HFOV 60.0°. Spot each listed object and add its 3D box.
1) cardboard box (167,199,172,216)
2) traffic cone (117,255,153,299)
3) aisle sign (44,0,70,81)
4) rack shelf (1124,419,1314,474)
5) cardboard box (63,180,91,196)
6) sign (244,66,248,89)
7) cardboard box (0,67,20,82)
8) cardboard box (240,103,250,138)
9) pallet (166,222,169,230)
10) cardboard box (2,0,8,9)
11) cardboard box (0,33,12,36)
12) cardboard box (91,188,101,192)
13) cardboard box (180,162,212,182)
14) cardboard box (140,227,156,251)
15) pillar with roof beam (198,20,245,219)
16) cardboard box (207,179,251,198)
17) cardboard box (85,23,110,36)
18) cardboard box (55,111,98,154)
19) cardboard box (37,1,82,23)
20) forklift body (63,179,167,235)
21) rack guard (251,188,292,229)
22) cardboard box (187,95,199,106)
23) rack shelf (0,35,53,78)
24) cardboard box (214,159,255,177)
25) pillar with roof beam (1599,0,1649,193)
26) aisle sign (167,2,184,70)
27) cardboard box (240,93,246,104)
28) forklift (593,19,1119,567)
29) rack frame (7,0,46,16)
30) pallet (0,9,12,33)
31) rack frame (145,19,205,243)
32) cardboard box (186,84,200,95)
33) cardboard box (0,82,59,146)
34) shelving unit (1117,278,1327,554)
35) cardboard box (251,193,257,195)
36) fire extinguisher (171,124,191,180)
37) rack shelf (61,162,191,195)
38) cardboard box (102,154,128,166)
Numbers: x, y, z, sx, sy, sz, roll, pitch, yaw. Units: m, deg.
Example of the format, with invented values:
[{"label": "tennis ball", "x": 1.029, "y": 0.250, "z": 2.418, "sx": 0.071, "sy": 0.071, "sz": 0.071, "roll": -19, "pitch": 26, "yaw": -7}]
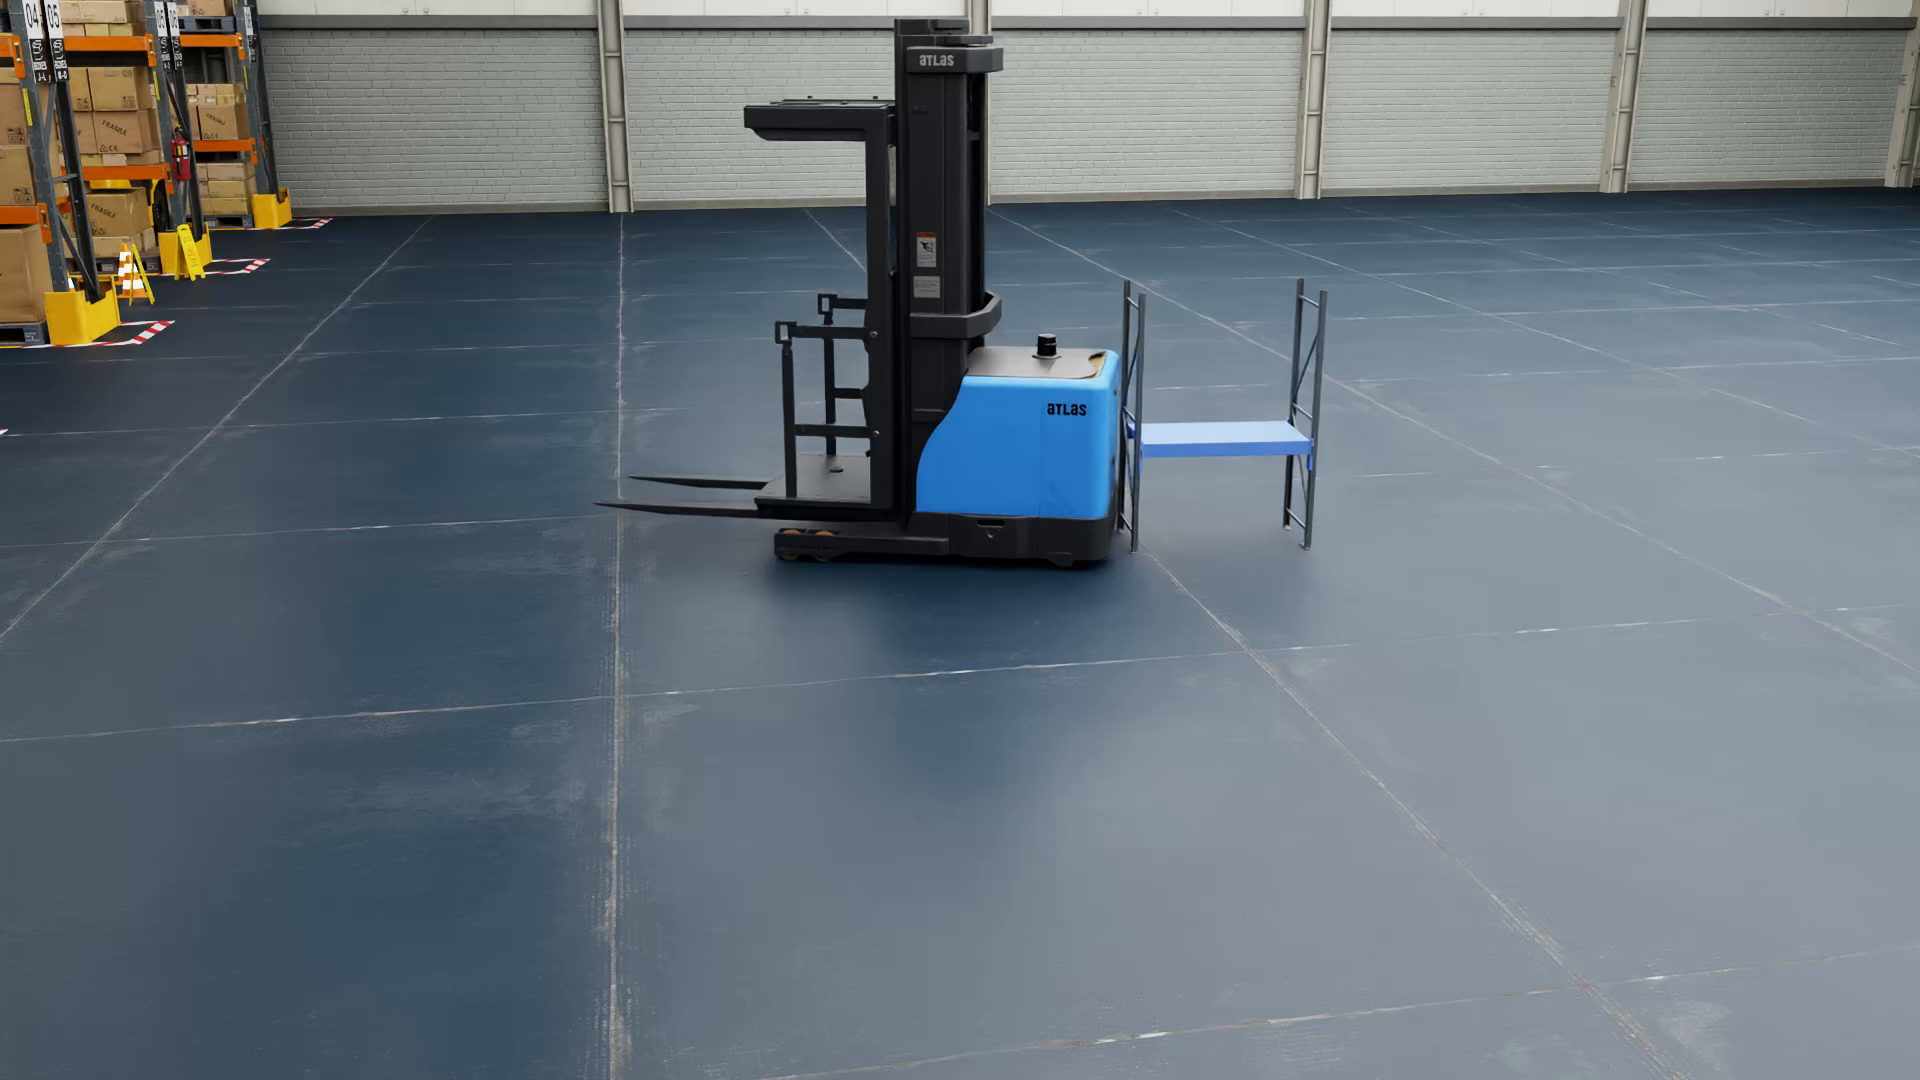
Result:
[{"label": "cardboard box", "x": -12.016, "y": -5.035, "z": 25.063, "sx": 0.500, "sy": 0.250, "sz": 0.500, "roll": -3, "pitch": 17, "yaw": -10}, {"label": "traffic cone", "x": -9.319, "y": -2.976, "z": 18.711, "sx": 0.334, "sy": 0.463, "sz": 0.336, "roll": -3, "pitch": 17, "yaw": -10}, {"label": "aisle sign", "x": -8.635, "y": -4.797, "z": 15.893, "sx": 0.004, "sy": 0.787, "sz": 0.394, "roll": -3, "pitch": 17, "yaw": -10}, {"label": "rack shelf", "x": 1.488, "y": -0.548, "z": 9.654, "sx": 1.000, "sy": 0.185, "sz": 0.538, "roll": -1, "pitch": 17, "yaw": -5}, {"label": "cardboard box", "x": -10.771, "y": -4.280, "z": 20.225, "sx": 0.250, "sy": 0.149, "sz": 0.380, "roll": -3, "pitch": 17, "yaw": -9}, {"label": "sign", "x": -10.542, "y": -6.825, "z": 24.549, "sx": 0.005, "sy": 0.325, "sz": 0.100, "roll": -3, "pitch": 17, "yaw": -10}, {"label": "cardboard box", "x": -11.126, "y": -5.378, "z": 19.831, "sx": 0.500, "sy": 0.500, "sz": 0.700, "roll": -3, "pitch": 17, "yaw": -11}, {"label": "cardboard box", "x": -11.170, "y": -6.416, "z": 25.422, "sx": 0.500, "sy": 0.500, "sz": 0.500, "roll": -3, "pitch": 17, "yaw": -9}, {"label": "pallet", "x": -12.570, "y": -4.861, "z": 25.279, "sx": 1.213, "sy": 0.211, "sz": 1.003, "roll": -3, "pitch": 17, "yaw": -10}, {"label": "cardboard box", "x": -9.045, "y": -5.099, "z": 15.739, "sx": 0.250, "sy": 0.149, "sz": 0.380, "roll": -3, "pitch": 17, "yaw": -10}, {"label": "cardboard box", "x": -11.246, "y": -6.035, "z": 19.671, "sx": 0.250, "sy": 0.149, "sz": 0.380, "roll": -4, "pitch": 17, "yaw": -12}, {"label": "cardboard box", "x": -11.066, "y": -4.133, "z": 20.849, "sx": 0.500, "sy": 0.500, "sz": 0.500, "roll": -4, "pitch": 18, "yaw": -13}, {"label": "cardboard box", "x": -11.525, "y": -5.534, "z": 24.987, "sx": 0.500, "sy": 0.250, "sz": 0.500, "roll": -3, "pitch": 17, "yaw": -9}, {"label": "cardboard box", "x": -10.530, "y": -3.806, "z": 21.063, "sx": 0.500, "sy": 0.250, "sz": 0.500, "roll": -3, "pitch": 17, "yaw": -11}, {"label": "pillar with roof beam", "x": -10.669, "y": -8.164, "z": 21.064, "sx": 0.400, "sy": 9.000, "sz": 9.100, "roll": -3, "pitch": 17, "yaw": -10}, {"label": "cardboard box", "x": -11.050, "y": -5.324, "z": 25.153, "sx": 0.500, "sy": 0.250, "sz": 0.500, "roll": -3, "pitch": 17, "yaw": -11}, {"label": "cardboard box", "x": -10.221, "y": -6.075, "z": 19.801, "sx": 0.250, "sy": 0.149, "sz": 0.380, "roll": -3, "pitch": 17, "yaw": -10}, {"label": "cardboard box", "x": -10.659, "y": -4.939, "z": 20.106, "sx": 0.500, "sy": 0.500, "sz": 0.500, "roll": -3, "pitch": 17, "yaw": -10}, {"label": "cardboard box", "x": -10.634, "y": -6.260, "z": 19.723, "sx": 0.500, "sy": 0.250, "sz": 0.500, "roll": -3, "pitch": 17, "yaw": -11}, {"label": "forklift body", "x": -12.147, "y": -5.279, "z": 23.334, "sx": 1.214, "sy": 2.155, "sz": 2.313, "roll": -3, "pitch": 17, "yaw": -10}, {"label": "rack guard", "x": -10.608, "y": -5.122, "z": 25.637, "sx": 0.348, "sy": 0.500, "sz": 1.175, "roll": -3, "pitch": 17, "yaw": -10}, {"label": "cardboard box", "x": -11.430, "y": -6.554, "z": 24.766, "sx": 0.250, "sy": 0.149, "sz": 0.380, "roll": -3, "pitch": 17, "yaw": -9}, {"label": "rack shelf", "x": -10.611, "y": -4.442, "z": 15.283, "sx": 4.000, "sy": 0.370, "sz": 1.077, "roll": -3, "pitch": 17, "yaw": -10}, {"label": "cardboard box", "x": -11.139, "y": -5.708, "z": 25.552, "sx": 0.500, "sy": 0.250, "sz": 0.500, "roll": -4, "pitch": 17, "yaw": -11}, {"label": "pillar with roof beam", "x": 12.895, "y": -9.500, "z": 25.416, "sx": 0.400, "sy": 9.000, "sz": 9.100, "roll": -3, "pitch": 17, "yaw": -10}, {"label": "aisle sign", "x": -9.684, "y": -6.221, "z": 20.528, "sx": 0.004, "sy": 0.787, "sz": 0.394, "roll": -3, "pitch": 17, "yaw": -10}, {"label": "cardboard box", "x": -11.014, "y": -6.730, "z": 25.338, "sx": 0.250, "sy": 0.149, "sz": 0.380, "roll": -4, "pitch": 17, "yaw": -12}, {"label": "forklift", "x": -0.611, "y": -1.433, "z": 9.485, "sx": 3.031, "sy": 2.935, "sz": 1.130, "roll": 3, "pitch": 17, "yaw": 9}, {"label": "rack frame", "x": -8.648, "y": -6.332, "z": 15.099, "sx": 0.127, "sy": 3.000, "sz": 1.000, "roll": -3, "pitch": 17, "yaw": -10}, {"label": "pallet", "x": -9.374, "y": -4.811, "z": 15.408, "sx": 1.213, "sy": 0.211, "sz": 1.003, "roll": -3, "pitch": 17, "yaw": -10}, {"label": "rack frame", "x": -9.686, "y": -4.885, "z": 20.608, "sx": 0.127, "sy": 3.000, "sz": 1.000, "roll": -3, "pitch": 17, "yaw": -10}, {"label": "cardboard box", "x": -11.431, "y": -6.690, "z": 24.703, "sx": 0.250, "sy": 0.149, "sz": 0.380, "roll": -3, "pitch": 17, "yaw": -9}, {"label": "cardboard box", "x": -9.019, "y": -4.042, "z": 15.769, "sx": 0.550, "sy": 0.550, "sz": 0.875, "roll": -3, "pitch": 17, "yaw": -10}, {"label": "shelving unit", "x": 1.488, "y": -0.720, "z": 9.601, "sx": 1.048, "sy": 1.500, "sz": 0.538, "roll": -1, "pitch": 17, "yaw": -5}, {"label": "cardboard box", "x": -11.151, "y": -5.231, "z": 25.702, "sx": 0.500, "sy": 0.250, "sz": 0.500, "roll": -3, "pitch": 17, "yaw": -10}, {"label": "fire extinguisher", "x": -9.486, "y": -4.722, "z": 20.207, "sx": 0.183, "sy": 0.674, "sz": 0.296, "roll": -3, "pitch": 17, "yaw": -10}, {"label": "rack shelf", "x": -11.650, "y": -4.430, "z": 20.351, "sx": 4.000, "sy": 0.370, "sz": 1.077, "roll": -3, "pitch": 17, "yaw": -10}, {"label": "cardboard box", "x": -10.240, "y": -4.636, "z": 20.226, "sx": 0.250, "sy": 0.149, "sz": 0.380, "roll": -3, "pitch": 17, "yaw": -11}]
